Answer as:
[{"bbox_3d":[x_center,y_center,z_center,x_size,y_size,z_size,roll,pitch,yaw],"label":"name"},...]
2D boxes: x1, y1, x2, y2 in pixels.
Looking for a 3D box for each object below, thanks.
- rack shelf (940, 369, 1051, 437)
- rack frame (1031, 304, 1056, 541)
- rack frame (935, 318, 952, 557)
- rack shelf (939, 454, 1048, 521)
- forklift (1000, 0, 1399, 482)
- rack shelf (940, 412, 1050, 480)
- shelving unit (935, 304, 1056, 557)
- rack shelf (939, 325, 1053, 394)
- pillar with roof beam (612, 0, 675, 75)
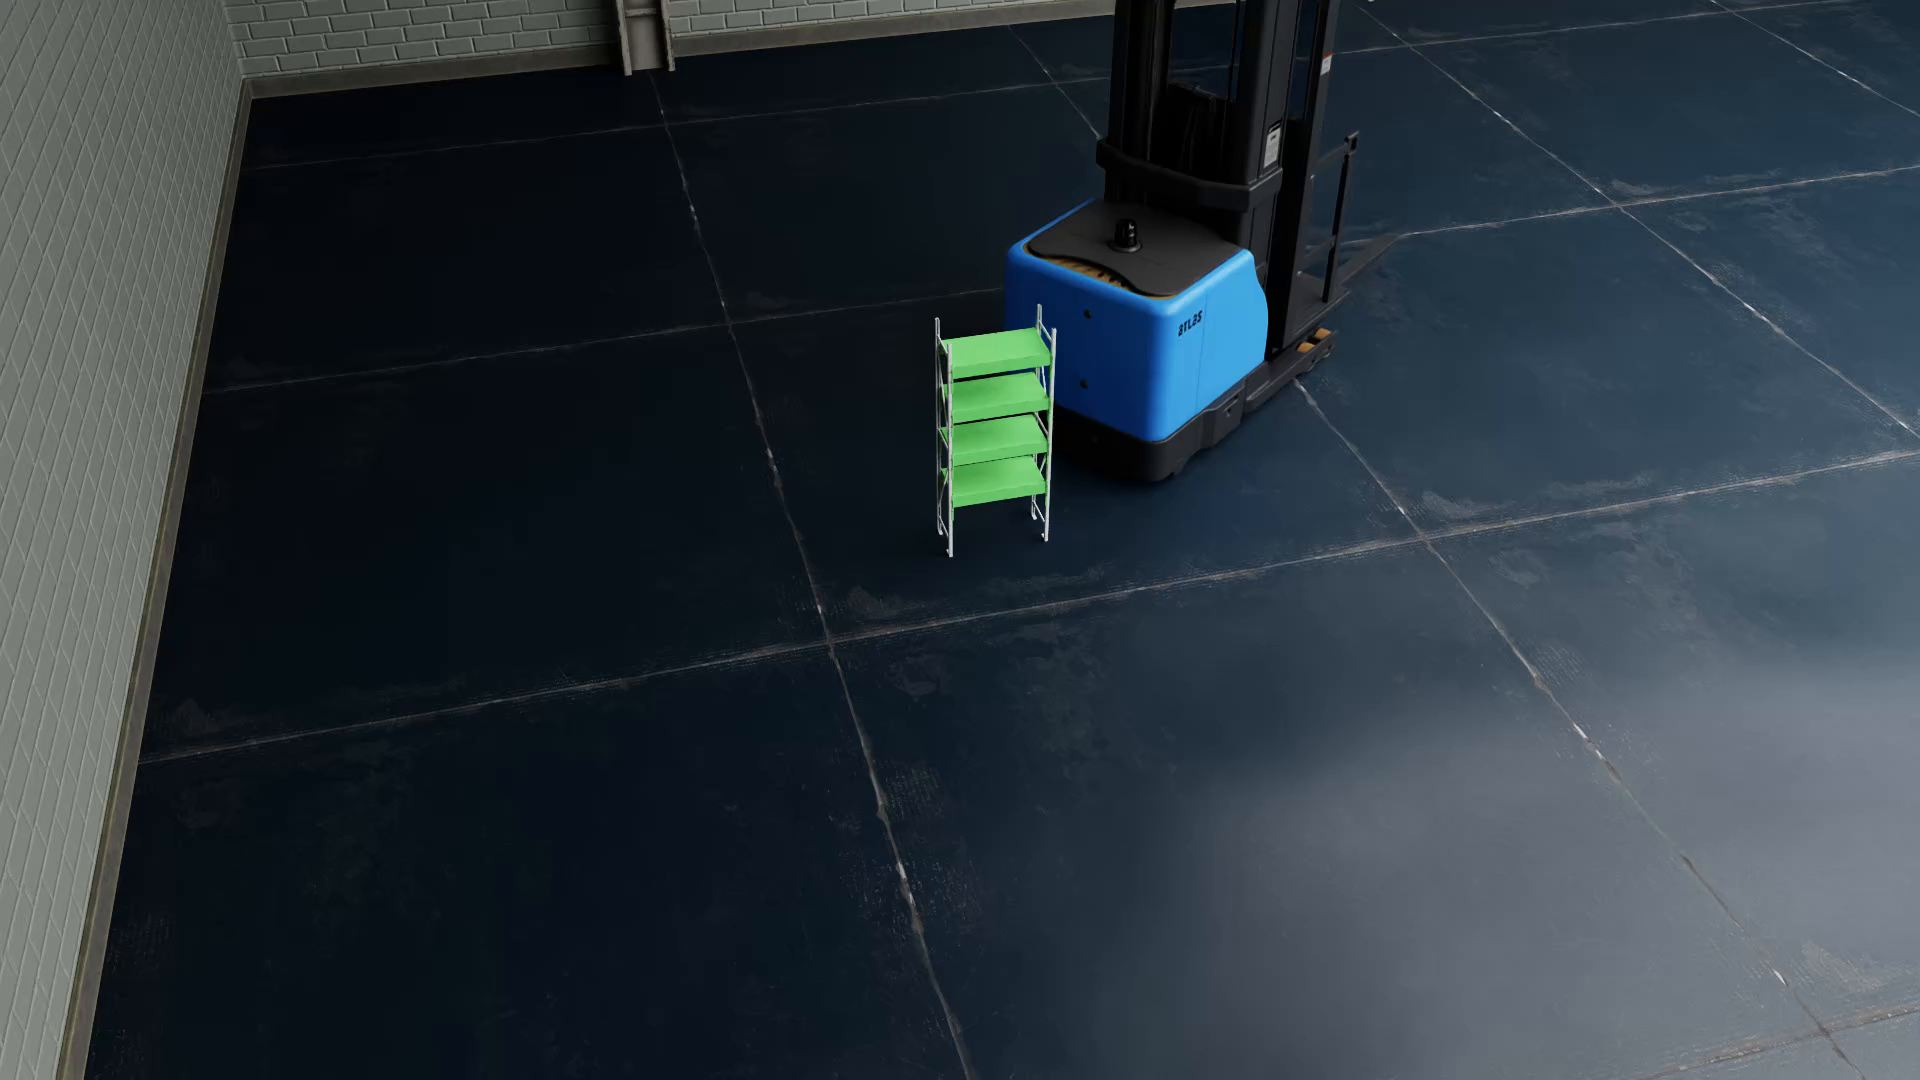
[{"bbox_3d":[0.160,-0.643,7.792,0.480,0.148,0.258,-9,38,-12],"label":"rack shelf"},{"bbox_3d":[0.395,-0.541,7.950,0.015,1.200,0.240,-9,38,-12],"label":"rack frame"},{"bbox_3d":[-0.076,-0.464,7.849,0.015,1.200,0.240,-9,38,-12],"label":"rack frame"},{"bbox_3d":[0.160,-0.261,8.084,0.480,0.148,0.258,-9,38,-12],"label":"rack shelf"},{"bbox_3d":[1.526,-2.294,8.816,1.130,2.935,3.031,26,44,30],"label":"forklift"},{"bbox_3d":[0.160,-0.452,7.938,0.480,0.148,0.258,-9,38,-12],"label":"rack shelf"},{"bbox_3d":[0.160,-0.503,7.899,0.503,1.200,0.258,-9,38,-12],"label":"shelving unit"},{"bbox_3d":[0.160,-0.833,7.646,0.480,0.148,0.258,-9,38,-12],"label":"rack shelf"},{"bbox_3d":[-1.343,-4.792,7.087,0.400,9.000,9.100,-9,38,-12],"label":"pillar with roof beam"}]
